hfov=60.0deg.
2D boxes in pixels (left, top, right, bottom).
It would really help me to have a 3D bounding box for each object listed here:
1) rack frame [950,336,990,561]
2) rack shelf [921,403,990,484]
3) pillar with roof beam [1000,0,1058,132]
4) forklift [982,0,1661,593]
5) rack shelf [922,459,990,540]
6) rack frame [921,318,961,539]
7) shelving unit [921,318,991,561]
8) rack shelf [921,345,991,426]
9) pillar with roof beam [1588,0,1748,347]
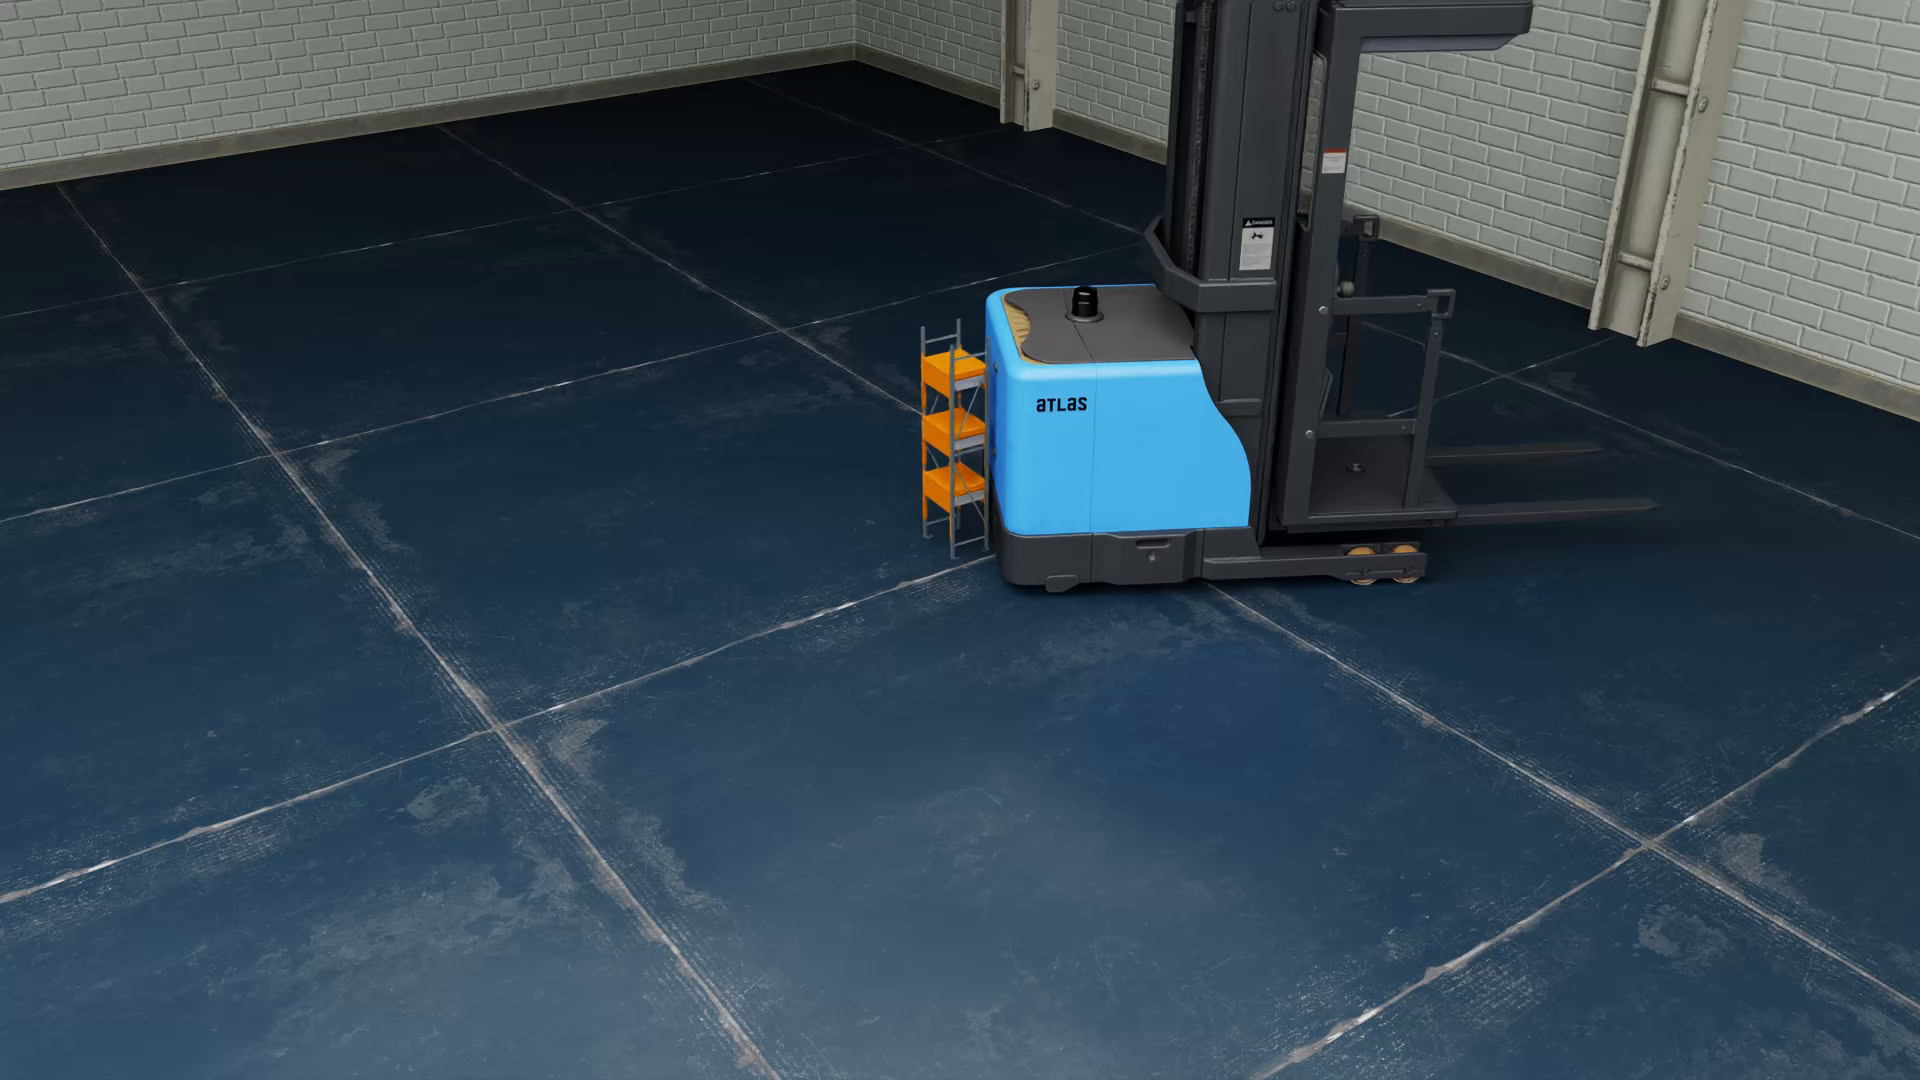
[{"bbox_3d":[0.044,-0.393,7.374,0.200,1.050,0.008,-16,33,-27],"label":"rack frame"},{"bbox_3d":[-0.020,-0.434,7.471,0.215,0.259,0.240,-16,33,-27],"label":"rack shelf"},{"bbox_3d":[-2.925,-6.357,10.026,9.100,9.000,0.400,-19,34,-31],"label":"pillar with roof beam"},{"bbox_3d":[1.653,-1.337,7.140,3.031,2.935,1.130,-3,29,-5],"label":"forklift"},{"bbox_3d":[-0.020,-0.190,7.604,0.215,0.259,0.240,-16,33,-27],"label":"rack shelf"},{"bbox_3d":[-0.084,-0.493,7.557,0.200,1.050,0.008,-16,33,-27],"label":"rack frame"},{"bbox_3d":[-0.020,-0.443,7.466,0.215,1.050,0.252,-16,33,-27],"label":"shelving unit"},{"bbox_3d":[-0.020,-0.683,7.335,0.215,0.259,0.240,-16,33,-27],"label":"rack shelf"},{"bbox_3d":[0.556,-4.024,5.731,9.100,9.000,0.400,-19,34,-31],"label":"pillar with roof beam"}]
